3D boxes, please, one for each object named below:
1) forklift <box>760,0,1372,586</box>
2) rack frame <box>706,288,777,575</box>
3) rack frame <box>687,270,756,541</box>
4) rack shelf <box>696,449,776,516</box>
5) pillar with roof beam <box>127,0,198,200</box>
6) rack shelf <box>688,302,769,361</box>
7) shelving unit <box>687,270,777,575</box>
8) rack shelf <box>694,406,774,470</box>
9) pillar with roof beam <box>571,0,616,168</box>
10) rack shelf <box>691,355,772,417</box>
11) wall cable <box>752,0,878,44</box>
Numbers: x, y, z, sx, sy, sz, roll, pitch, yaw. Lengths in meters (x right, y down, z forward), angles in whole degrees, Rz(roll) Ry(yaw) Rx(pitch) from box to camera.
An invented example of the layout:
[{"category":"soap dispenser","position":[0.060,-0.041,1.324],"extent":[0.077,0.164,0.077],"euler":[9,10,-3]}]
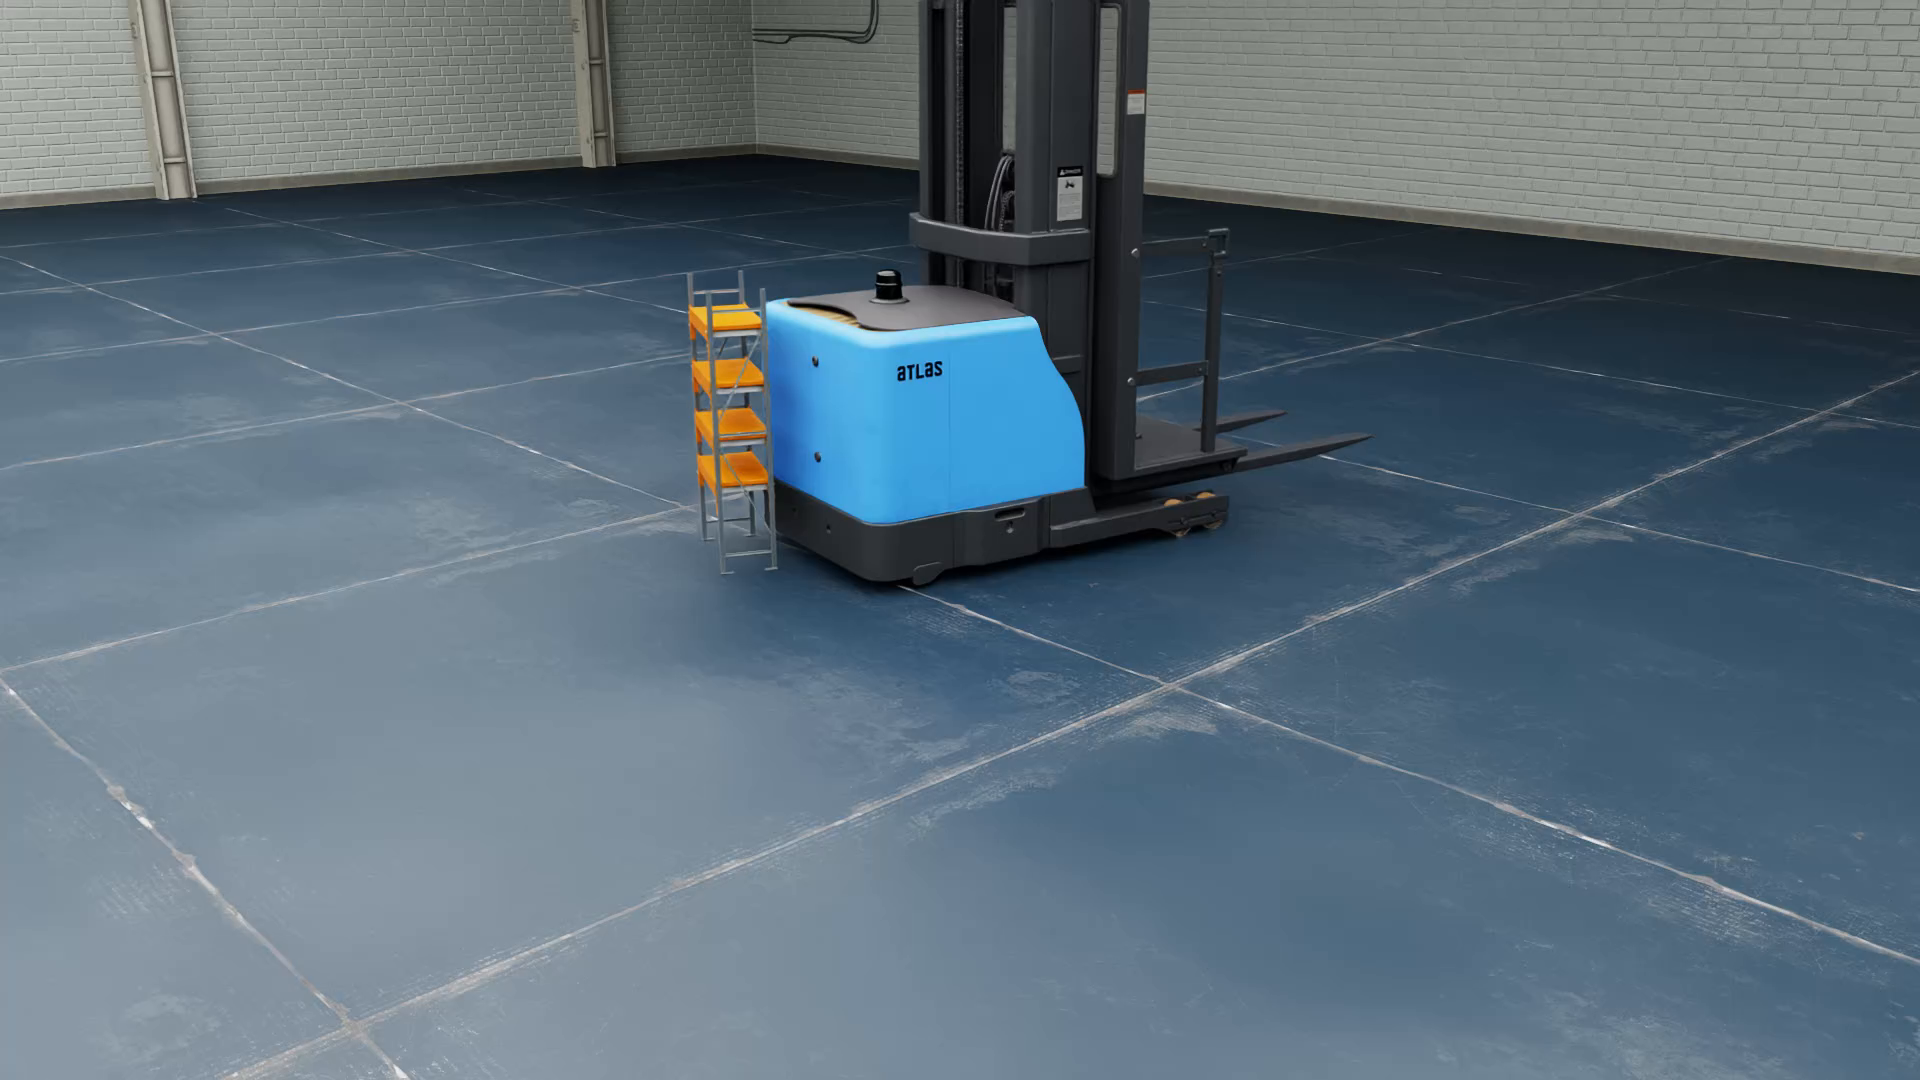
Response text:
[{"category":"forklift","position":[0.632,-1.536,7.470],"extent":[3.031,2.935,1.130],"euler":[-12,21,-32]},{"category":"rack frame","position":[-0.900,-0.435,6.879],"extent":[0.240,1.200,0.015],"euler":[-6,19,-17]},{"category":"rack frame","position":[-1.046,-0.579,7.322],"extent":[0.240,1.200,0.015],"euler":[-6,19,-17]},{"category":"rack shelf","position":[-0.971,-0.254,7.183],"extent":[0.258,0.148,0.480],"euler":[-6,19,-17]},{"category":"pillar with roof beam","position":[-6.706,-7.541,16.154],"extent":[0.400,9.000,9.100],"euler":[-16,24,-41]},{"category":"rack shelf","position":[-0.975,-0.881,6.978],"extent":[0.258,0.148,0.480],"euler":[-6,19,-17]},{"category":"shelving unit","position":[-0.973,-0.507,7.100],"extent":[0.258,1.200,0.503],"euler":[-6,19,-17]},{"category":"rack shelf","position":[-0.973,-0.443,7.121],"extent":[0.258,0.148,0.480],"euler":[-6,19,-17]},{"category":"pillar with roof beam","position":[-2.346,-8.813,20.075],"extent":[0.400,9.000,9.100],"euler":[-16,24,-41]},{"category":"rack shelf","position":[-0.974,-0.656,7.052],"extent":[0.258,0.148,0.480],"euler":[-6,19,-17]},{"category":"wall cable","position":[-2.255,-8.628,24.541],"extent":[0.112,2.526,3.097],"euler":[-16,24,-41]}]
